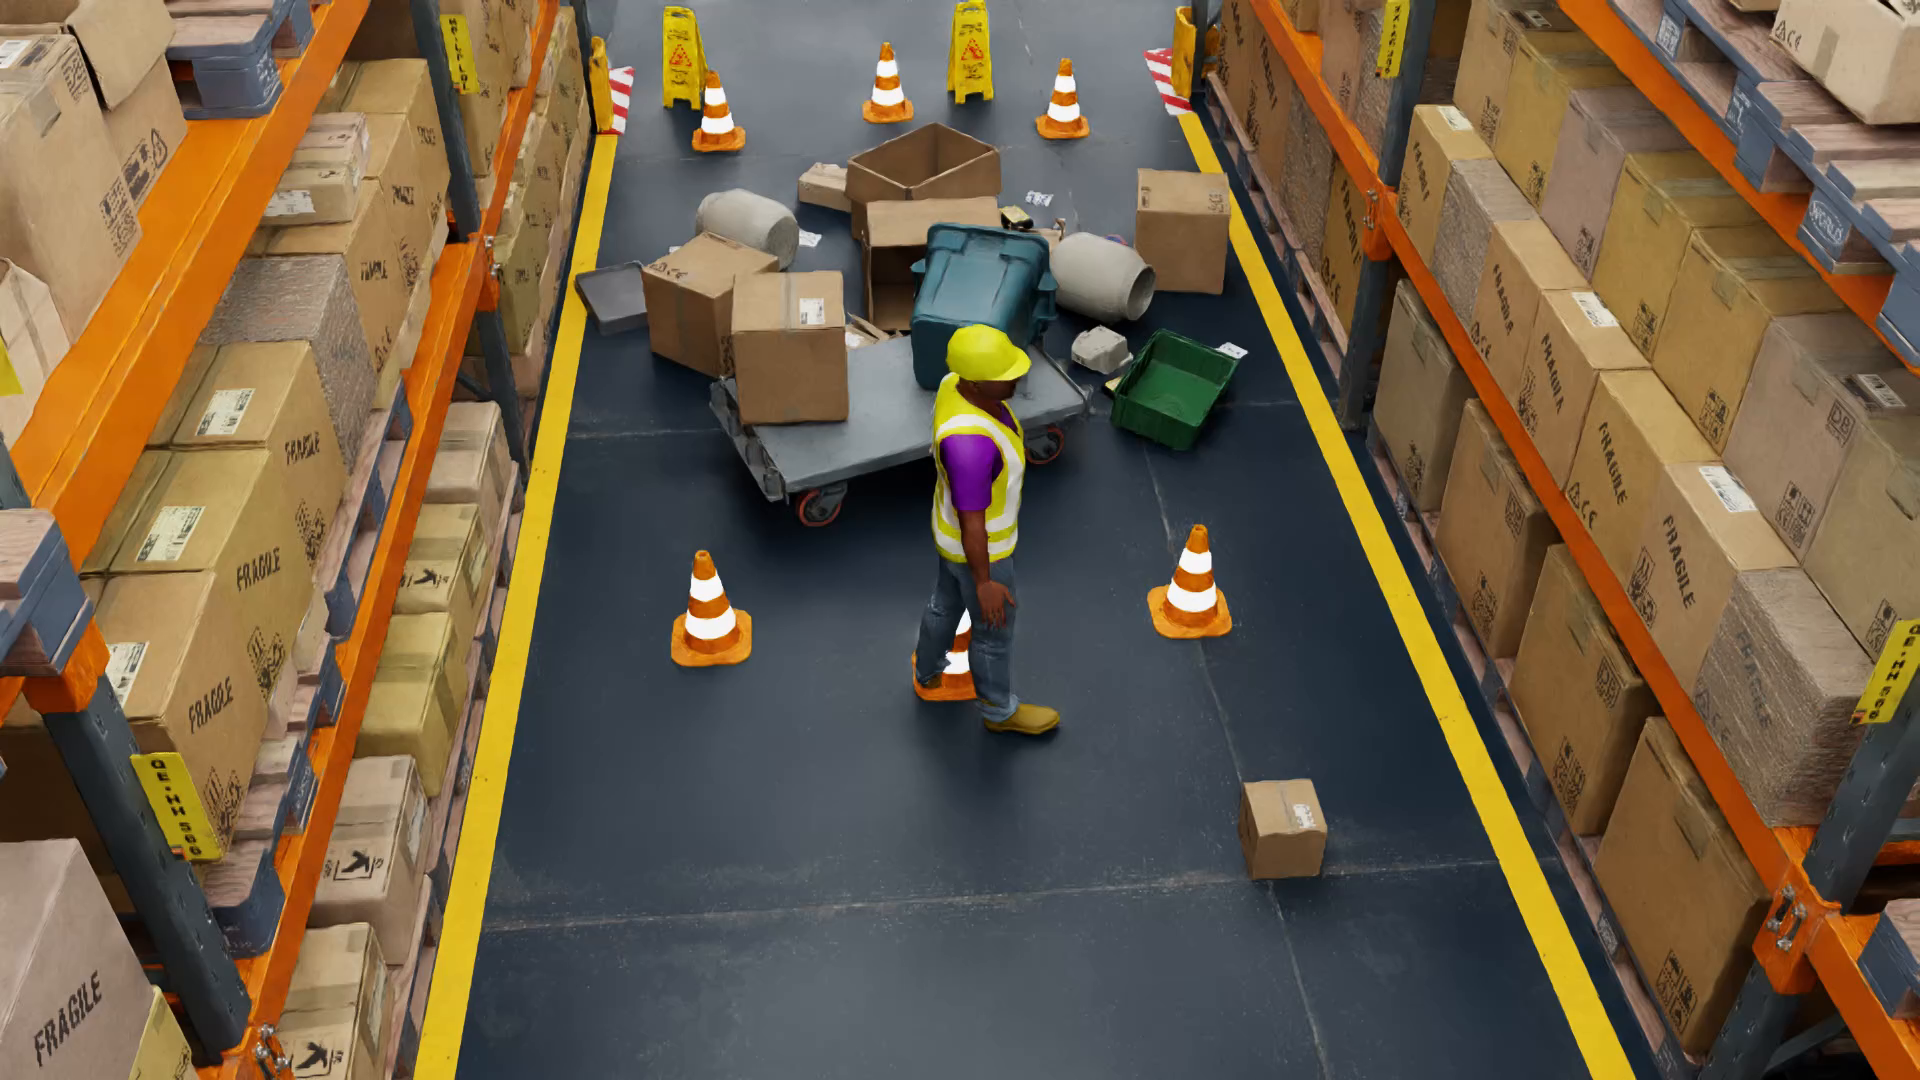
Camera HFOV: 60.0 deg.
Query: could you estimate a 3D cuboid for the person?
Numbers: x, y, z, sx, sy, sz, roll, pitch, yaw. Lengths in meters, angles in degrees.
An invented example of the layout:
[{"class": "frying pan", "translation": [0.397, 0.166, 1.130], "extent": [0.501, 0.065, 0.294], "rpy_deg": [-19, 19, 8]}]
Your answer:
[{"class": "person", "translation": [0.106, -0.014, 6.131], "extent": [0.567, 1.769, 0.732], "rpy_deg": [-2, 39, -3]}]
